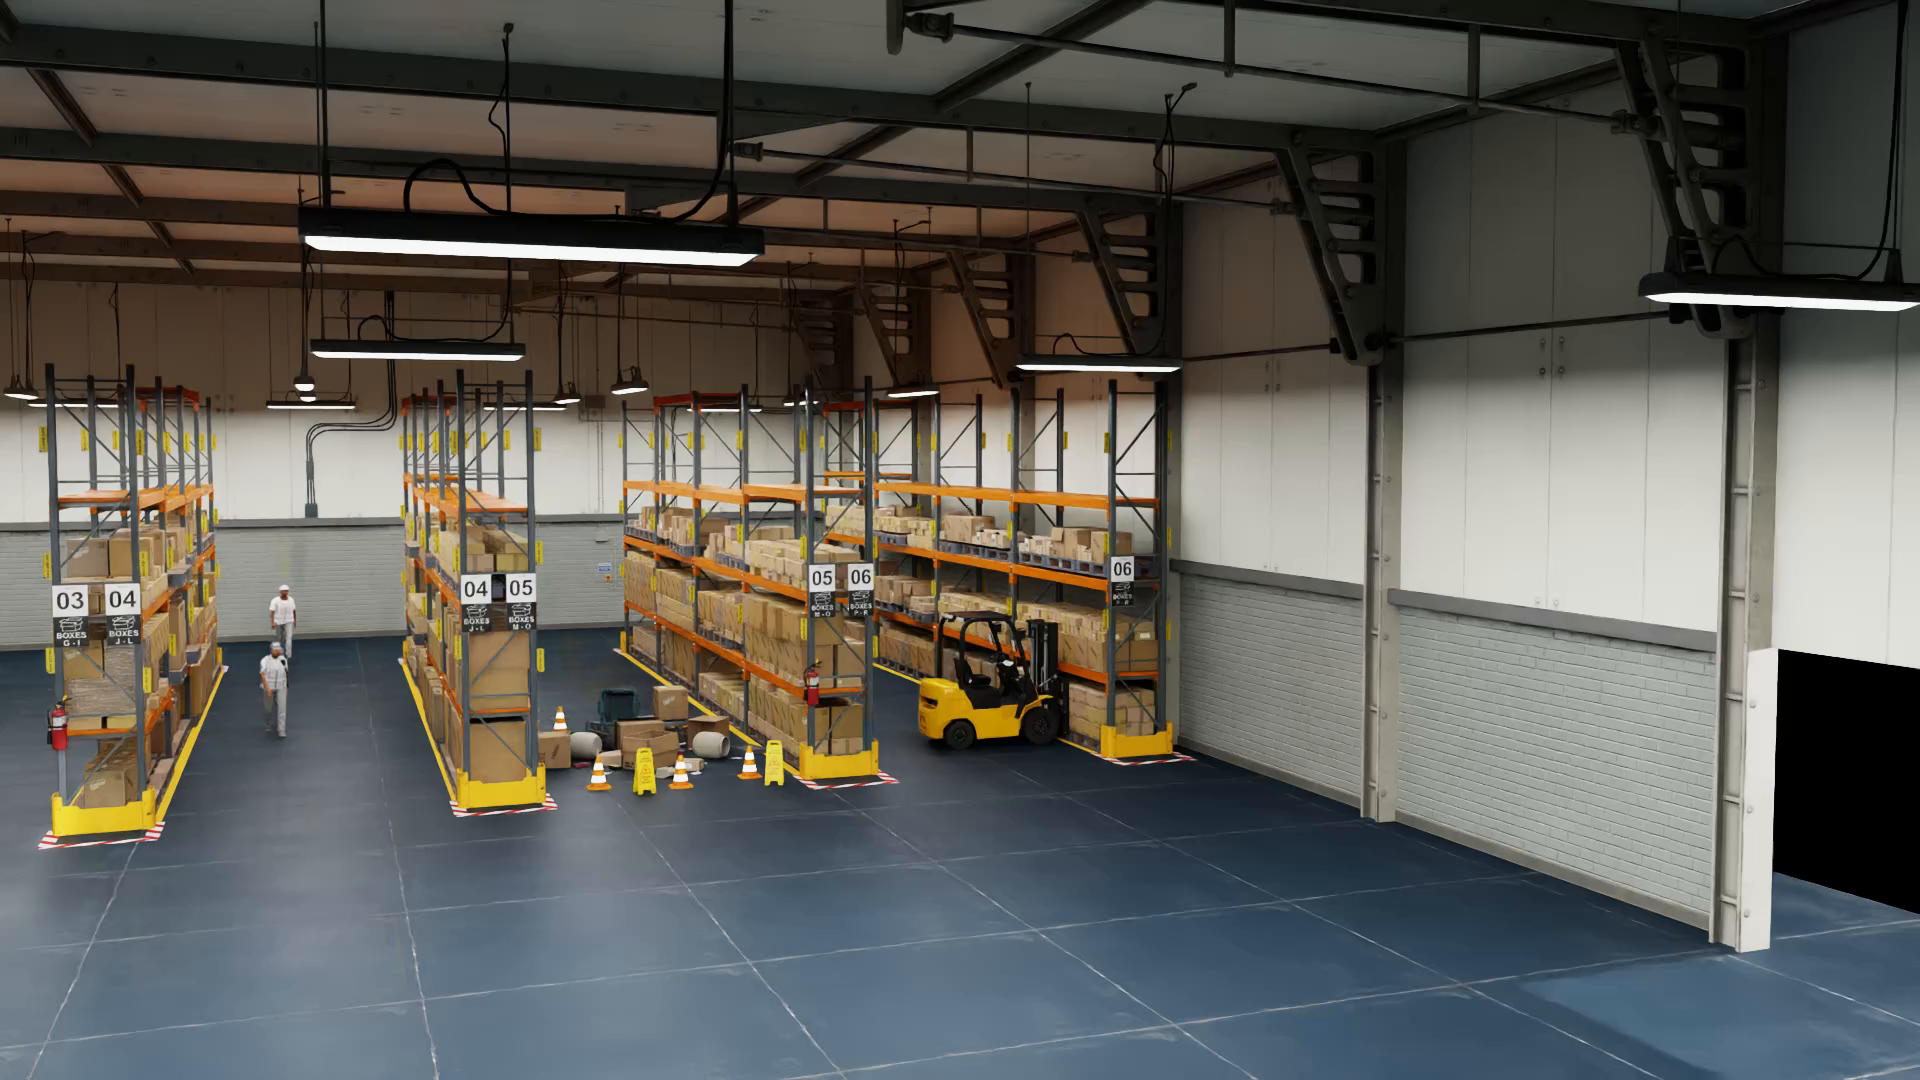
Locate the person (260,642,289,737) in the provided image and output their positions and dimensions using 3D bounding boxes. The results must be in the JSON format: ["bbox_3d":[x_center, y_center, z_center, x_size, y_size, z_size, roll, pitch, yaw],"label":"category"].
[{"bbox_3d":[-11.708,2.537,28.434,0.470,1.585,1.012,-2,4,-30],"label":"person"}]

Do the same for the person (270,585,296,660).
[{"bbox_3d":[-15.641,1.895,38.428,0.567,1.714,1.093,-1,4,-24],"label":"person"}]
